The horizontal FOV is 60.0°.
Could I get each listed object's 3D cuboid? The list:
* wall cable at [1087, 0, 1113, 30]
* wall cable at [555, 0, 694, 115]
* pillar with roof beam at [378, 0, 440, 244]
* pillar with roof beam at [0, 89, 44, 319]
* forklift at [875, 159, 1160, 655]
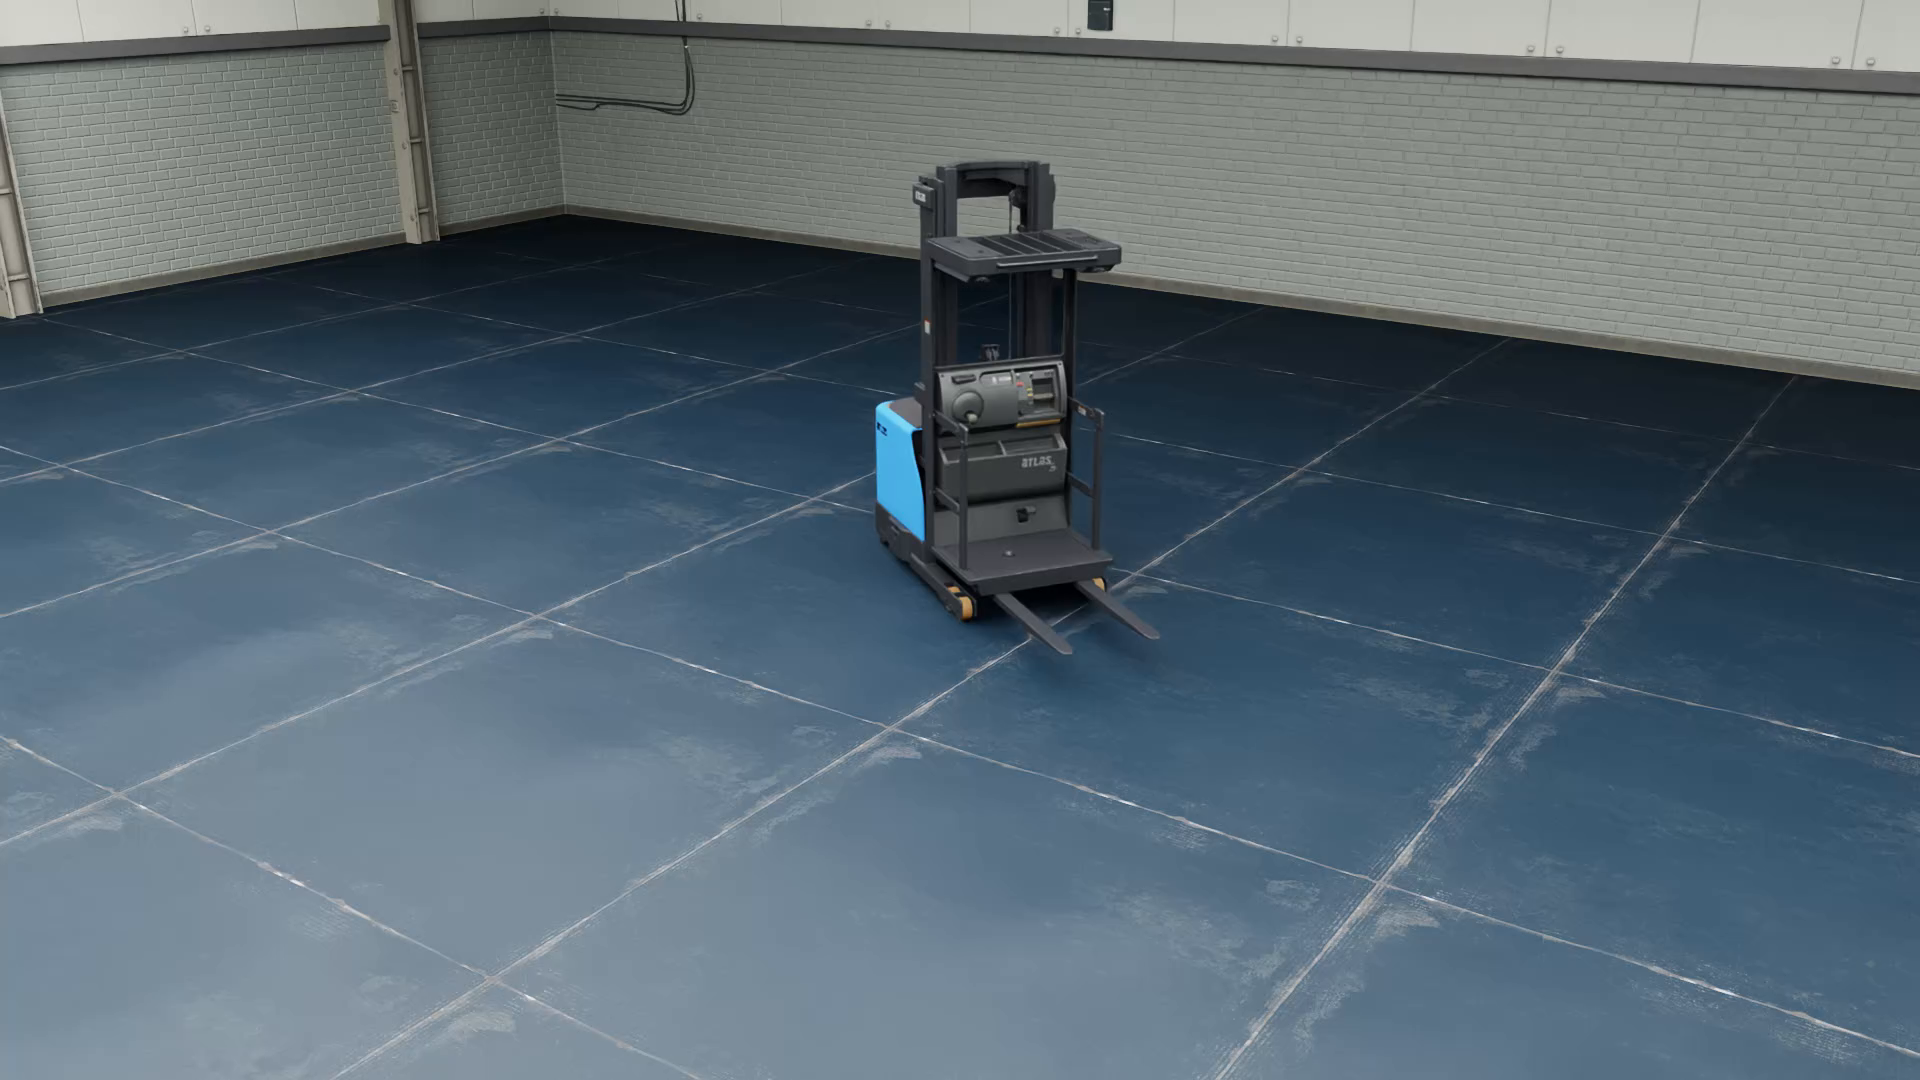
[{"bbox_3d":[2.571,-9.011,19.253,2.305,6.003,0.169,13,24,32],"label":"wall cable"},{"bbox_3d":[-5.272,-7.816,25.399,3.097,2.526,0.112,13,24,32],"label":"wall cable"},{"bbox_3d":[-4.461,-7.845,21.003,9.100,9.000,0.400,13,24,32],"label":"pillar with roof beam"},{"bbox_3d":[-7.834,-6.124,16.349,9.100,9.000,0.400,13,24,32],"label":"pillar with roof beam"},{"bbox_3d":[0.380,-0.993,11.223,1.130,2.935,3.031,-8,22,-21],"label":"forklift"}]
